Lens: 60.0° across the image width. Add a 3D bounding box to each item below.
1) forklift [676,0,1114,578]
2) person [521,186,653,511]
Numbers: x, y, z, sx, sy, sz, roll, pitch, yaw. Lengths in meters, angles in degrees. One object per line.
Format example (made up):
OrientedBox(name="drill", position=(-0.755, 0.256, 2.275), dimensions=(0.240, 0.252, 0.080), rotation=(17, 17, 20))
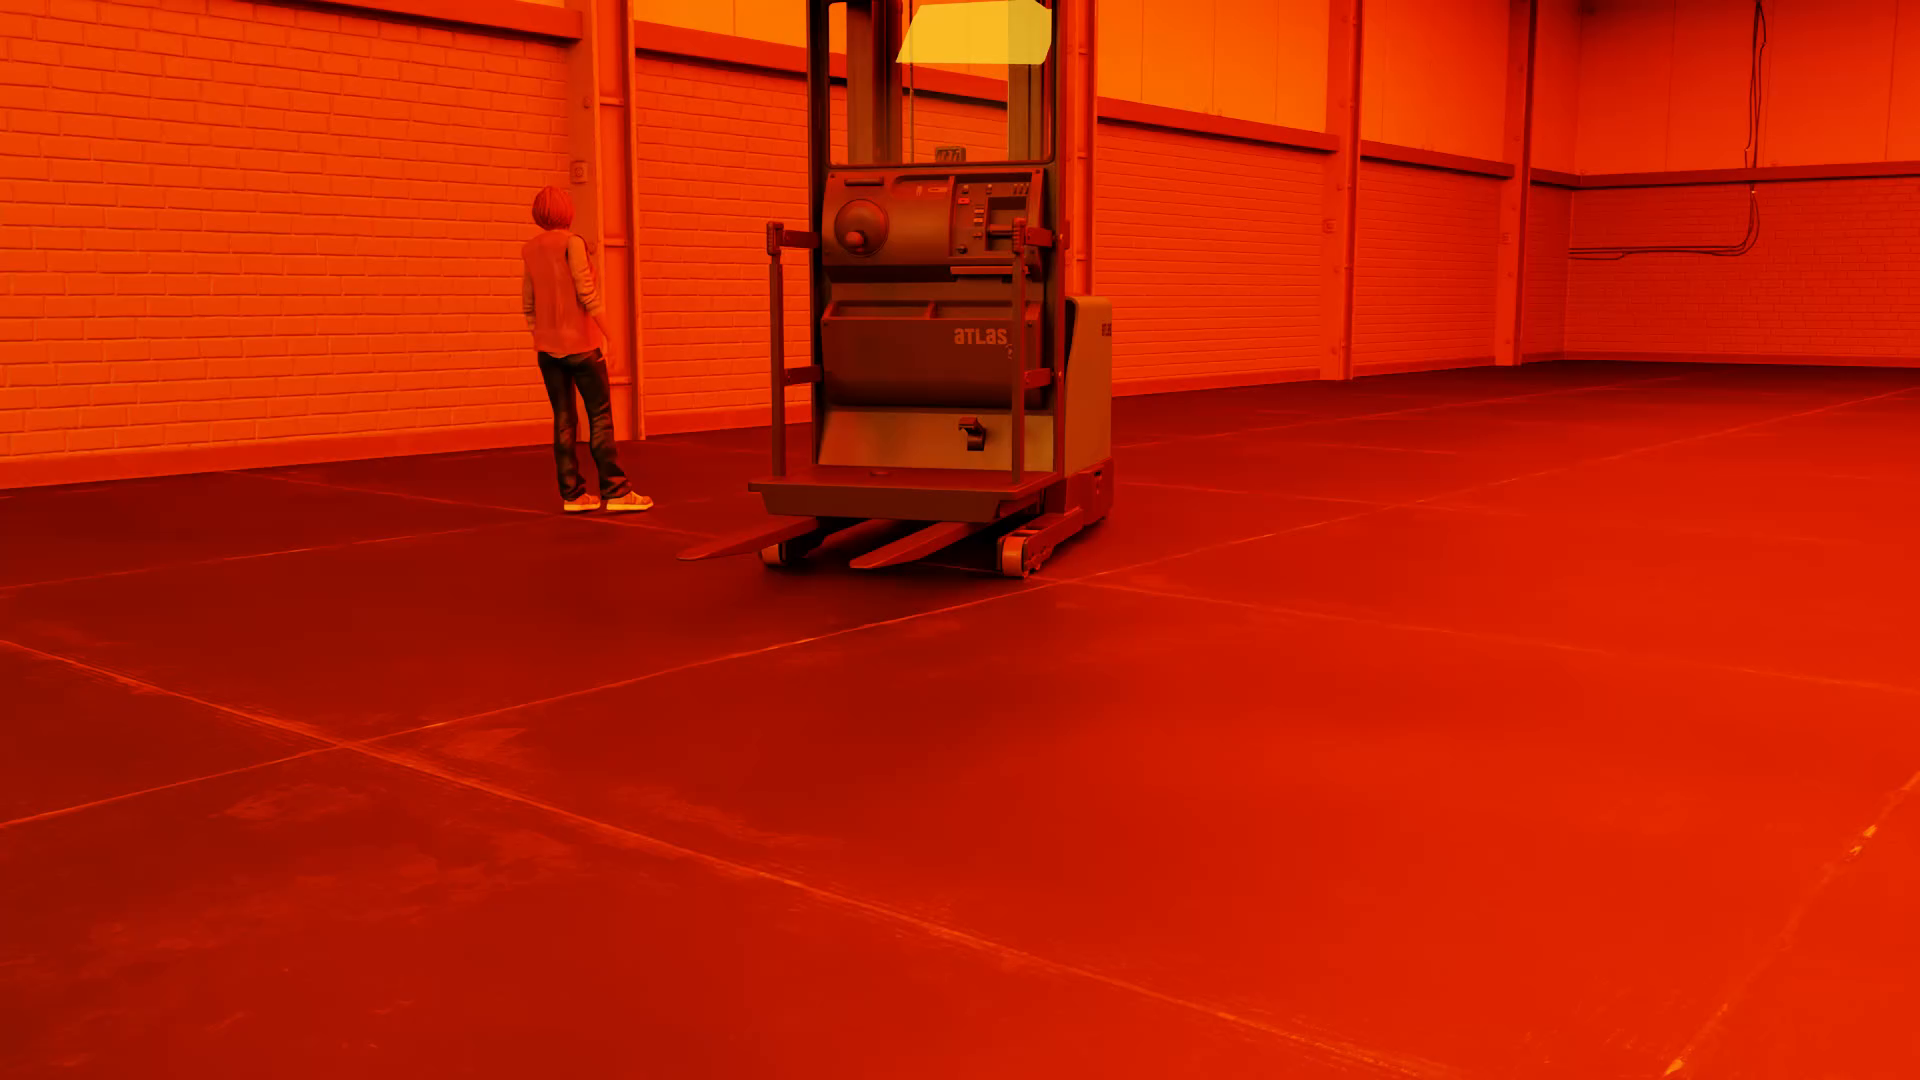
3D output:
OrientedBox(name="forklift", position=(-0.176, -1.366, 6.616), dimensions=(1.130, 2.935, 3.031), rotation=(3, 9, 17))
OrientedBox(name="person", position=(-1.876, -0.937, 8.242), dimensions=(0.521, 1.597, 0.475), rotation=(5, 9, 28))
